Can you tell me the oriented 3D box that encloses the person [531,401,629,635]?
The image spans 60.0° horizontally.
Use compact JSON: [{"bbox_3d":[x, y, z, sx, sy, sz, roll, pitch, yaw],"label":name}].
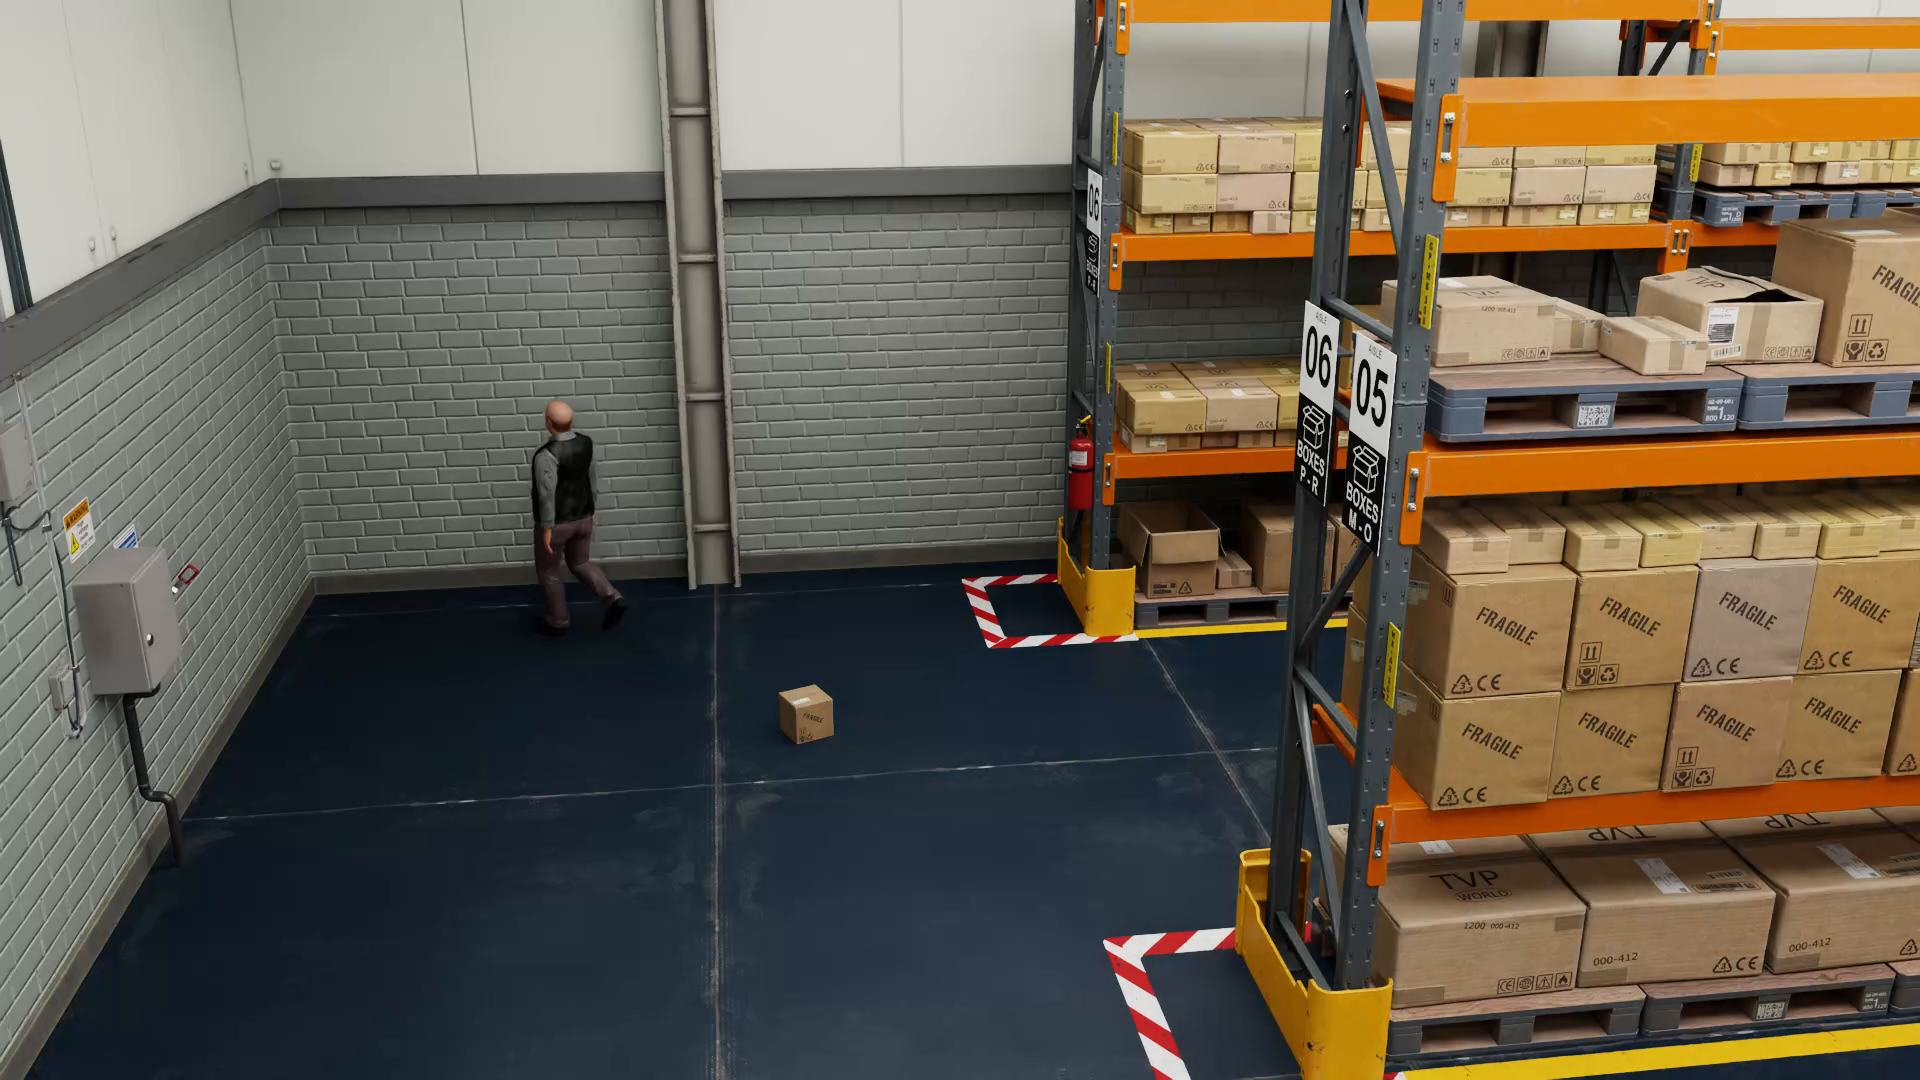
[{"bbox_3d":[-2.684,-0.135,11.461,0.763,1.701,0.543,13,24,32],"label":"person"}]
